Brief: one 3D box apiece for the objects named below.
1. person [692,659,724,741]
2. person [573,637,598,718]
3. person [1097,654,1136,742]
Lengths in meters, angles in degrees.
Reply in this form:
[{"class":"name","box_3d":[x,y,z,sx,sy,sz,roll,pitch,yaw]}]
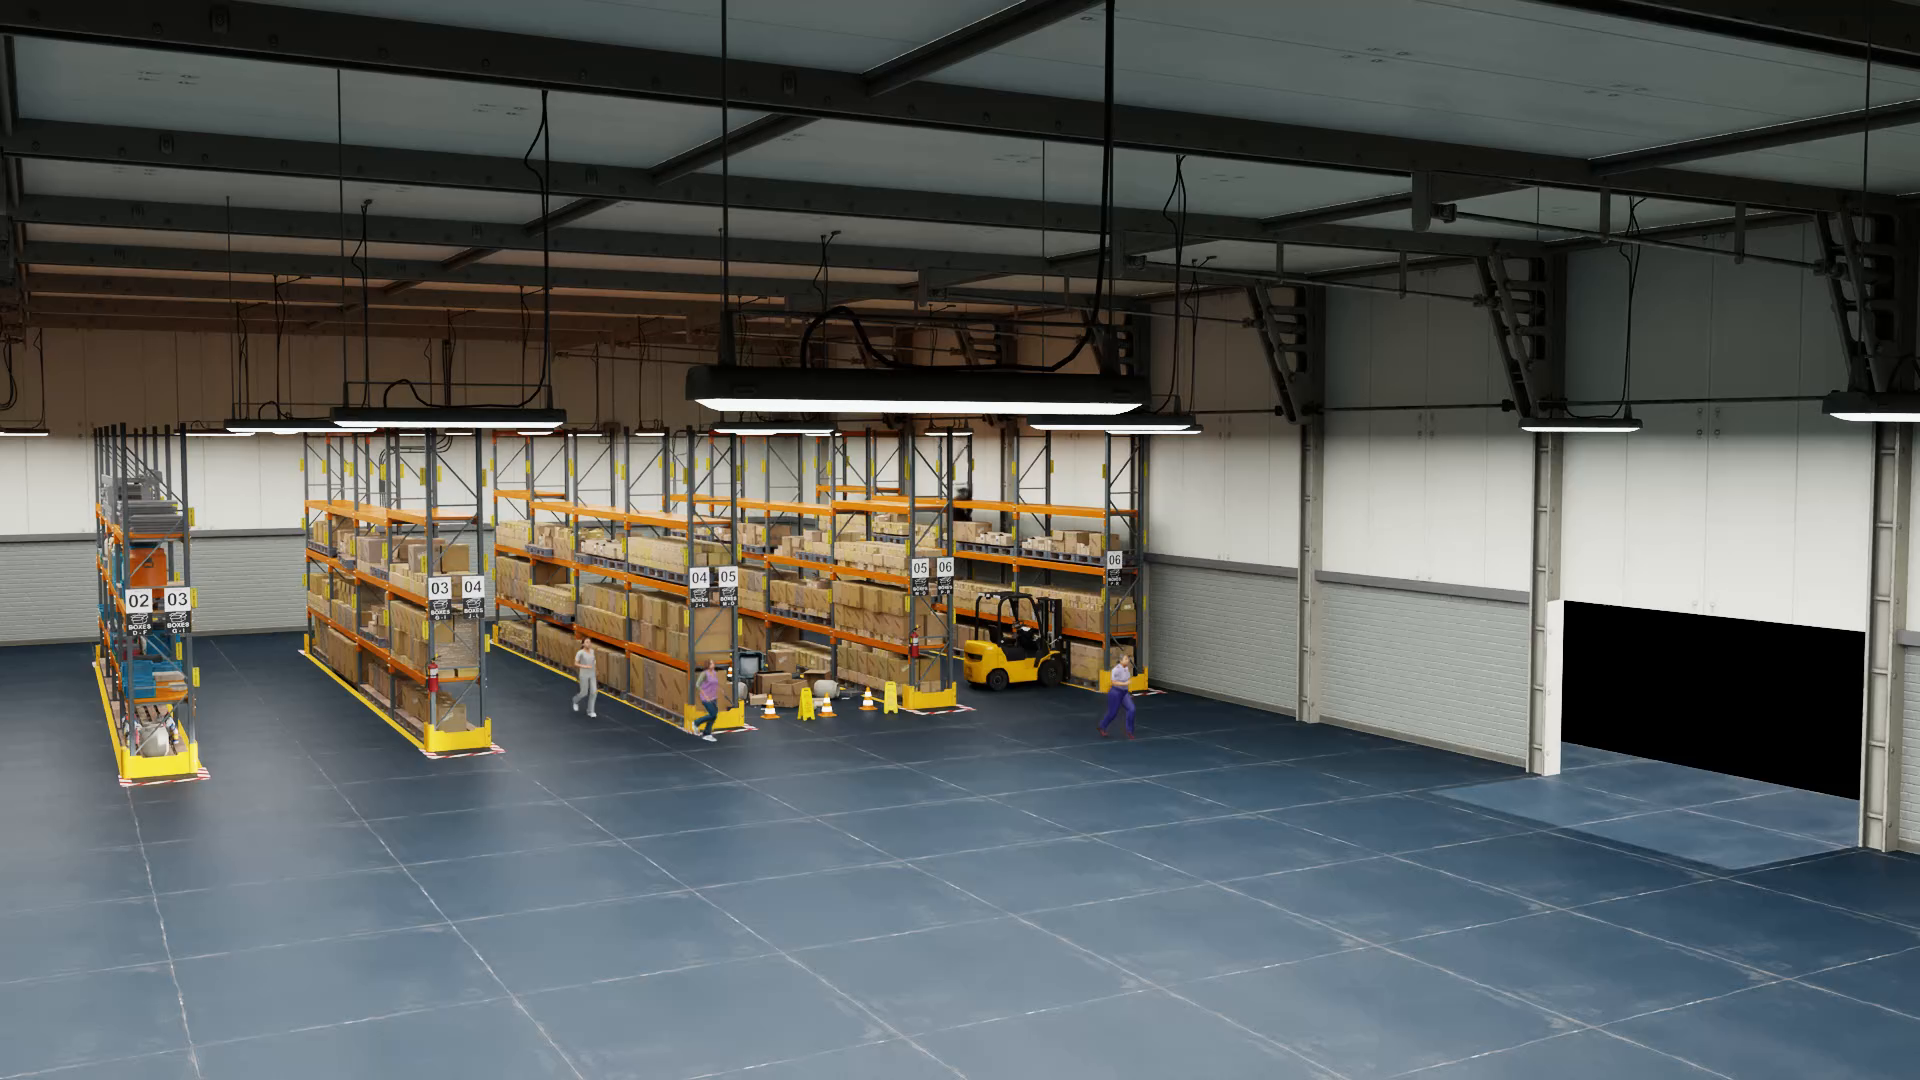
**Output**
[{"class":"person","box_3d":[-4.783,3.034,31.655,0.577,1.570,0.530,2,4,26]},{"class":"person","box_3d":[-7.726,2.813,34.347,0.794,1.641,0.577,3,5,45]},{"class":"person","box_3d":[2.989,2.996,31.702,0.855,1.694,0.627,3,4,38]}]
